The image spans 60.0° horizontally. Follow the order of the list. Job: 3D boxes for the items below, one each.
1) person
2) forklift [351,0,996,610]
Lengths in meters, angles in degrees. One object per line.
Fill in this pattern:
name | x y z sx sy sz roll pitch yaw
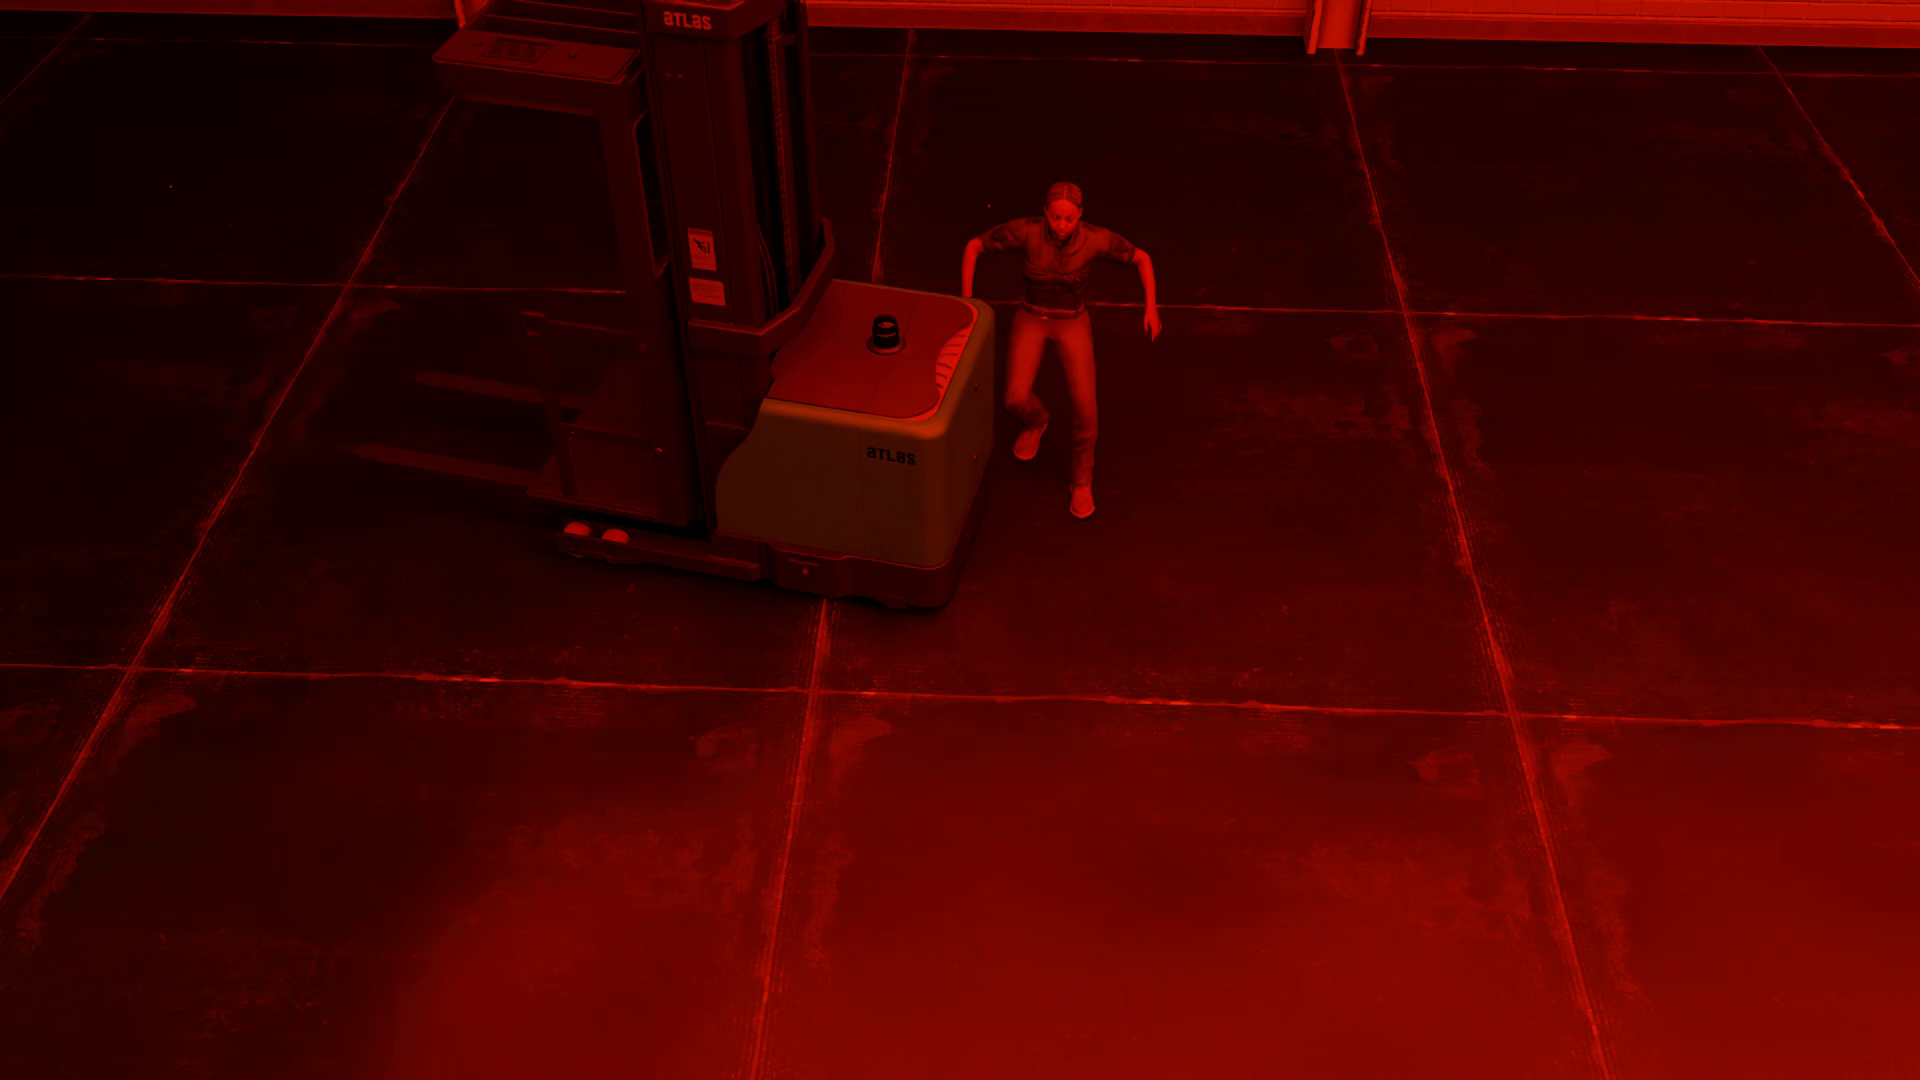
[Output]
person | 0.452 -0.898 7.756 0.946 1.534 0.693 6 43 7
forklift | -1.402 -1.304 7.171 3.031 2.935 1.130 10 43 11
